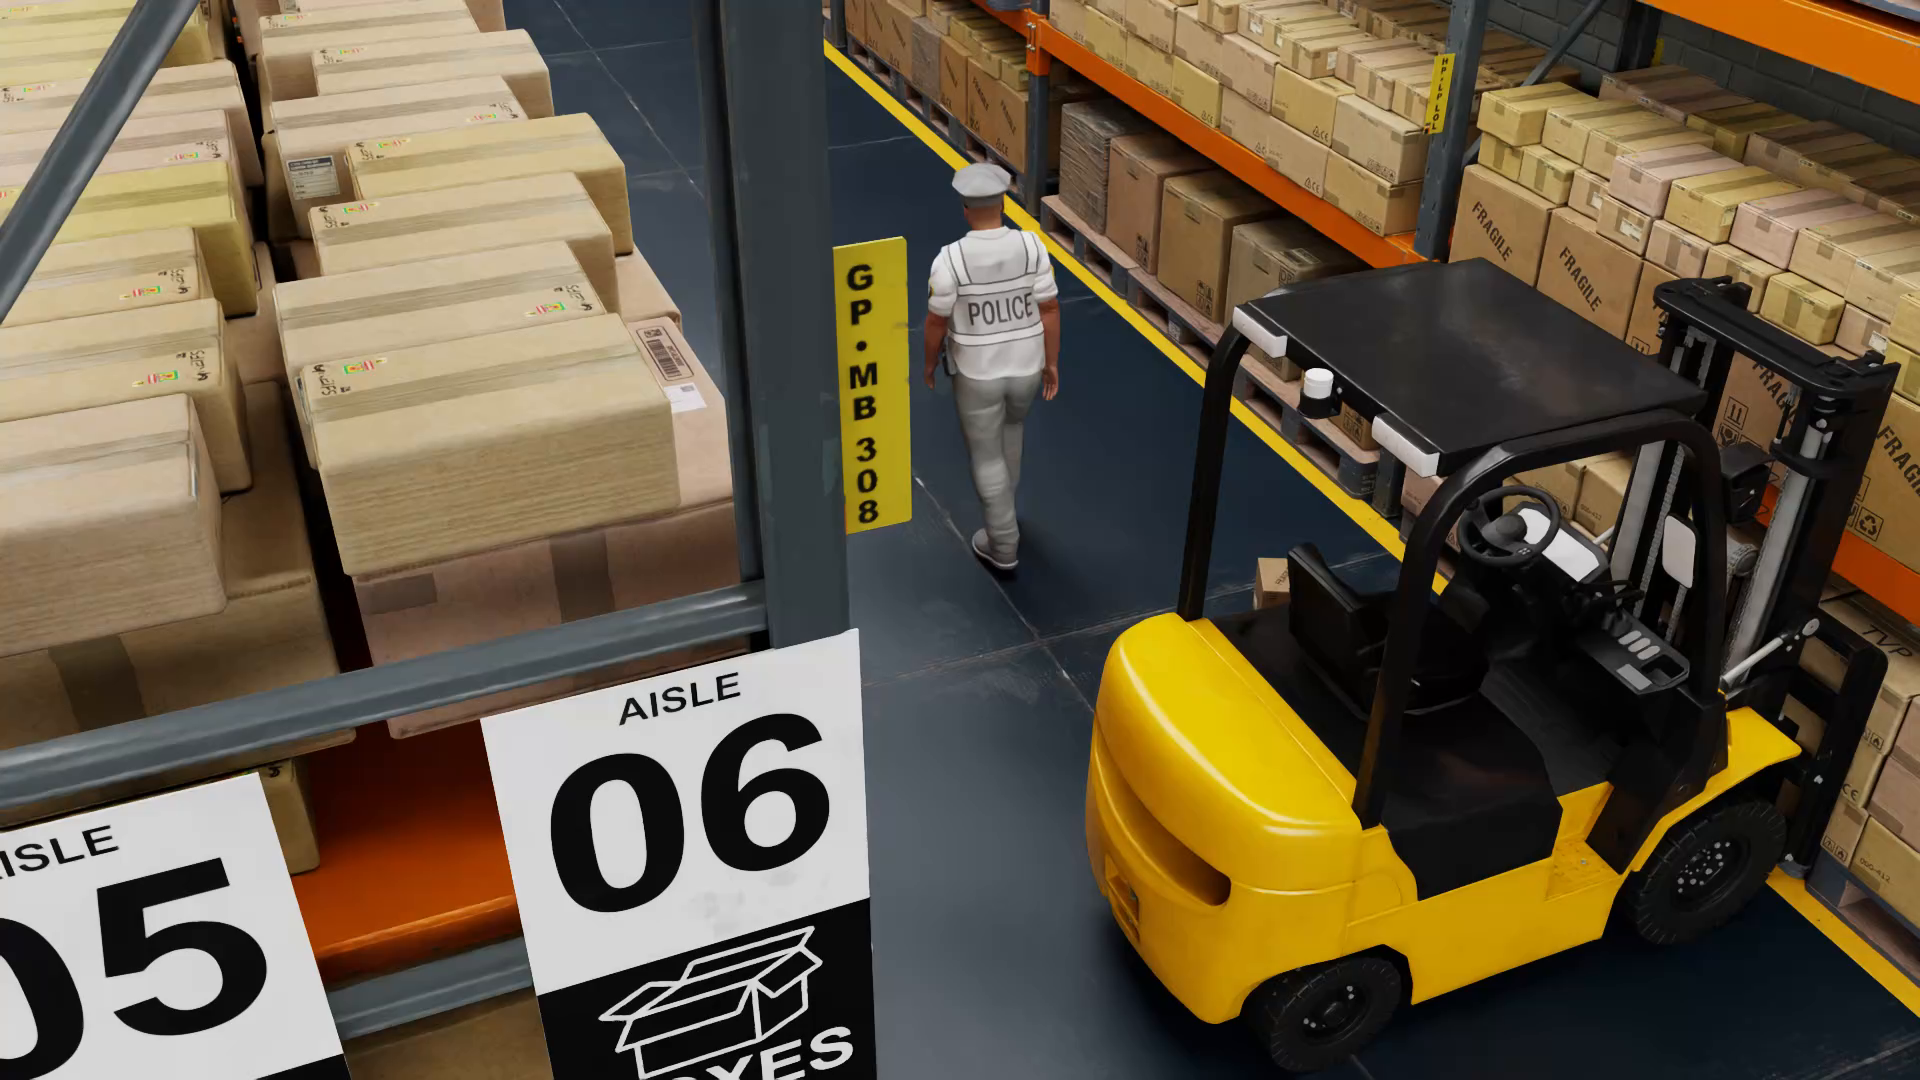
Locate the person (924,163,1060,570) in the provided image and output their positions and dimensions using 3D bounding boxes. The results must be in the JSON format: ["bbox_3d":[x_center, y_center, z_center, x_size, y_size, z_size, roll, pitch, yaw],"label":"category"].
[{"bbox_3d":[0.149,-0.708,7.269,0.559,1.821,0.708,-13,36,-19],"label":"person"}]
